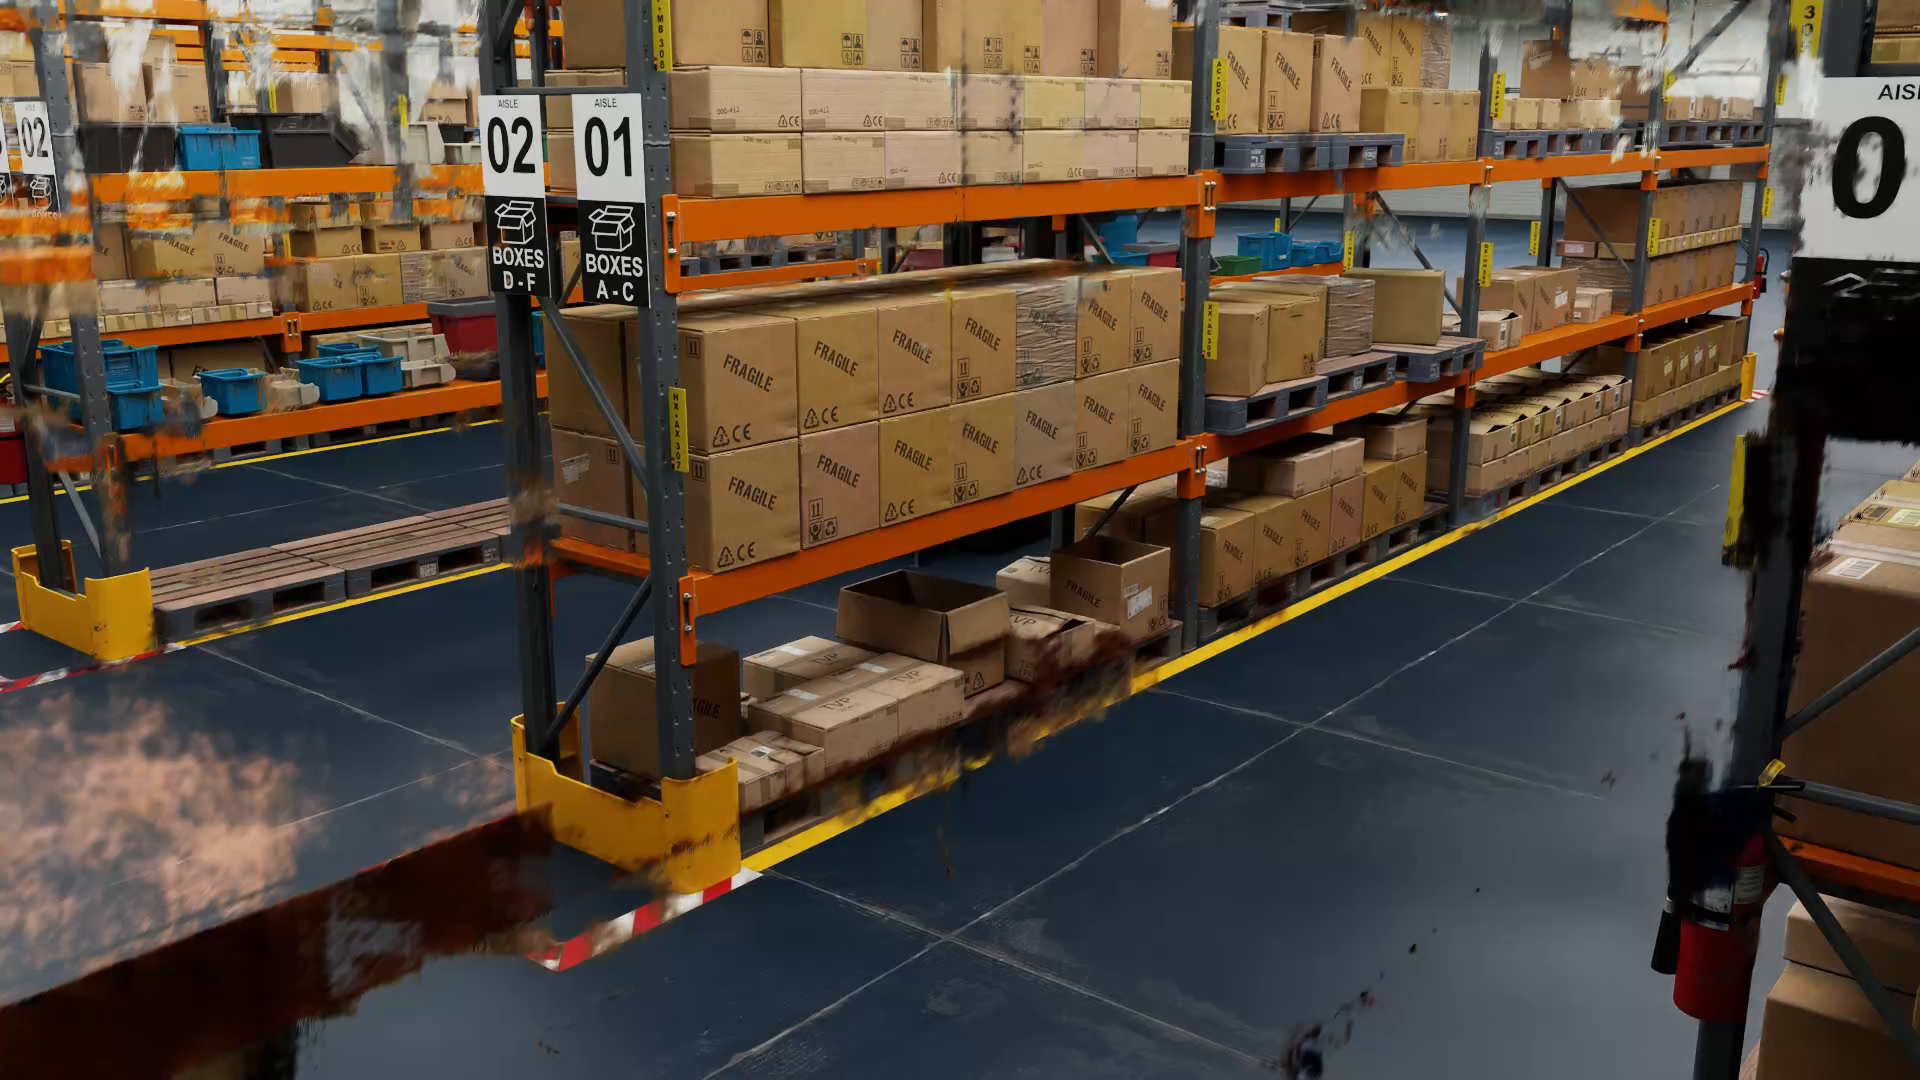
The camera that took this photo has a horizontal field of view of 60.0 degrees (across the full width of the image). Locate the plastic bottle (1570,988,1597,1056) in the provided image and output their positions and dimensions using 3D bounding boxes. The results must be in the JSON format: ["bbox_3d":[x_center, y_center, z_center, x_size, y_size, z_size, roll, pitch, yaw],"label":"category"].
[{"bbox_3d":[-0.738,-2.048,14.852,0.097,0.271,0.097,0,14,0],"label":"plastic bottle"}]

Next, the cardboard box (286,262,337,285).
[{"bbox_3d":[-10.275,-6.955,26.252,0.500,0.250,0.500,12,18,38],"label":"cardboard box"}]

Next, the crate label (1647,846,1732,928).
[{"bbox_3d":[0.217,-2.333,16.054,0.303,0.233,0.416,11,18,38],"label":"crate label"}]

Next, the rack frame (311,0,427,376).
[{"bbox_3d":[-7.986,-6.852,21.321,1.000,3.000,0.127,11,18,38],"label":"rack frame"}]

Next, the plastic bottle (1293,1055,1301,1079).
[{"bbox_3d":[-2.080,-1.928,14.370,0.152,0.276,0.135,11,18,38],"label":"plastic bottle"}]

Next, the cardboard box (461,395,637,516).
[{"bbox_3d":[-5.459,-4.471,16.975,0.797,0.503,0.637,11,18,37],"label":"cardboard box"}]

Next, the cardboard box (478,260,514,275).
[{"bbox_3d":[-8.793,-7.240,27.830,0.380,0.149,0.250,12,19,39],"label":"cardboard box"}]

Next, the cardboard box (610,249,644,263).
[{"bbox_3d":[-7.552,-7.650,29.443,0.380,0.149,0.250,11,18,38],"label":"cardboard box"}]

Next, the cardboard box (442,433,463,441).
[{"bbox_3d":[-7.380,-4.659,22.638,0.700,0.500,0.500,11,18,37],"label":"cardboard box"}]

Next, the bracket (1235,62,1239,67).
[{"bbox_3d":[3.748,-16.270,51.082,0.235,0.232,0.430,11,18,38],"label":"bracket"}]

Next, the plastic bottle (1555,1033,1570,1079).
[{"bbox_3d":[-0.922,-1.958,14.641,0.097,0.201,0.097,0,14,0],"label":"plastic bottle"}]

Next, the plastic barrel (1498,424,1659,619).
[{"bbox_3d":[-0.699,-4.149,15.044,0.600,0.830,0.708,11,18,38],"label":"plastic barrel"}]

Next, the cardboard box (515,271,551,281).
[{"bbox_3d":[-8.579,-7.125,28.186,0.500,0.250,0.500,11,18,37],"label":"cardboard box"}]

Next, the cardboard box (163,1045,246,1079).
[{"bbox_3d":[-7.183,-1.452,15.707,0.875,0.875,0.875,11,18,38],"label":"cardboard box"}]

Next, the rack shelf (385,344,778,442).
[{"bbox_3d":[-6.729,-5.433,23.286,1.077,0.370,4.000,11,18,38],"label":"rack shelf"}]

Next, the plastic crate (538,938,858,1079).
[{"bbox_3d":[-3.847,-2.820,11.806,0.497,0.269,0.590,11,18,38],"label":"plastic crate"}]

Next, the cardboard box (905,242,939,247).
[{"bbox_3d":[-3.734,-7.336,27.150,0.380,0.149,0.250,11,18,37],"label":"cardboard box"}]

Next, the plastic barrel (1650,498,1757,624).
[{"bbox_3d":[0.094,-3.912,15.609,0.421,0.512,0.421,0,14,0],"label":"plastic barrel"}]

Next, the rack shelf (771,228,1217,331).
[{"bbox_3d":[-2.935,-5.906,19.868,1.077,0.370,4.000,11,18,38],"label":"rack shelf"}]

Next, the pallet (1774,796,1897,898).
[{"bbox_3d":[2.629,-1.928,19.784,1.003,0.211,1.213,11,18,38],"label":"pallet"}]

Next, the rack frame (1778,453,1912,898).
[{"bbox_3d":[2.175,-3.157,18.960,1.000,3.000,0.127,11,18,38],"label":"rack frame"}]

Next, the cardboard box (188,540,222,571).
[{"bbox_3d":[-8.752,-3.903,20.343,0.380,0.149,0.250,12,19,40],"label":"cardboard box"}]

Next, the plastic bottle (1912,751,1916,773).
[{"bbox_3d":[3.875,-2.361,20.614,0.097,0.201,0.097,0,14,0],"label":"plastic bottle"}]

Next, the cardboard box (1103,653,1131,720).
[{"bbox_3d":[-2.080,-2.811,21.781,0.700,0.500,0.500,10,17,33],"label":"cardboard box"}]

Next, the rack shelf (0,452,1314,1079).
[{"bbox_3d":[-4.111,-3.608,10.820,1.077,0.370,4.000,11,18,38],"label":"rack shelf"}]

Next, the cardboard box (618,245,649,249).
[{"bbox_3d":[-7.605,-7.817,30.098,0.380,0.149,0.250,11,18,37],"label":"cardboard box"}]

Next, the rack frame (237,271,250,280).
[{"bbox_3d":[-13.249,-6.225,31.035,1.000,3.000,0.127,11,18,38],"label":"rack frame"}]

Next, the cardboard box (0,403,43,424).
[{"bbox_3d":[-9.784,-4.929,19.169,0.500,0.311,0.500,11,18,37],"label":"cardboard box"}]

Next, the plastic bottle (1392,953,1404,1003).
[{"bbox_3d":[-1.418,-2.151,15.234,0.061,0.283,0.133,11,18,38],"label":"plastic bottle"}]

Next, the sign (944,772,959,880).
[{"bbox_3d":[-3.280,-3.169,12.895,0.100,0.325,0.005,11,18,38],"label":"sign"}]

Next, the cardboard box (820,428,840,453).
[{"bbox_3d":[-4.084,-4.668,19.119,0.500,0.250,0.500,11,18,38],"label":"cardboard box"}]

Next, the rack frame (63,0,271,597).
[{"bbox_3d":[-6.706,-5.300,15.208,1.000,3.000,0.127,11,18,38],"label":"rack frame"}]

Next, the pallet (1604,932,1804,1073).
[{"bbox_3d":[0.945,-1.415,17.764,1.003,0.211,1.213,11,18,38],"label":"pallet"}]

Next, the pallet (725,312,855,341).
[{"bbox_3d":[-4.950,-6.277,25.327,1.003,0.211,1.213,11,18,38],"label":"pallet"}]

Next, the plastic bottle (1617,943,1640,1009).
[{"bbox_3d":[-0.407,-2.147,15.220,0.061,0.283,0.133,11,18,38],"label":"plastic bottle"}]

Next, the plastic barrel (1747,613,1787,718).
[{"bbox_3d":[1.696,-3.373,18.791,0.600,0.901,0.708,11,18,38],"label":"plastic barrel"}]

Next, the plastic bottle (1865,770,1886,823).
[{"bbox_3d":[3.123,-2.213,19.730,0.144,0.351,0.185,10,18,35],"label":"plastic bottle"}]

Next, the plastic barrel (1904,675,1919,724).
[{"bbox_3d":[4.334,-2.783,21.687,0.421,0.512,0.421,0,14,0],"label":"plastic barrel"}]

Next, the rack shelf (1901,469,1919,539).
[{"bbox_3d":[3.432,-4.646,20.187,1.077,0.370,4.000,11,18,38],"label":"rack shelf"}]

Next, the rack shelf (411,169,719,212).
[{"bbox_3d":[-8.129,-8.398,28.872,1.077,0.370,4.000,11,18,38],"label":"rack shelf"}]

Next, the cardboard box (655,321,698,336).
[{"bbox_3d":[-6.077,-6.073,23.595,0.500,0.250,0.500,11,18,37],"label":"cardboard box"}]

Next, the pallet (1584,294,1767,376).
[{"bbox_3d":[-0.817,-4.880,14.753,1.213,0.211,1.003,11,18,38],"label":"pallet"}]

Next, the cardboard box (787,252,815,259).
[{"bbox_3d":[-5.016,-6.945,25.612,0.380,0.149,0.250,12,18,38],"label":"cardboard box"}]

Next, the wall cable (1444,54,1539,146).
[{"bbox_3d":[11.966,-16.534,55.479,3.097,2.526,0.112,11,18,38],"label":"wall cable"}]

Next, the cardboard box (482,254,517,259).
[{"bbox_3d":[-8.959,-7.438,28.609,0.380,0.149,0.250,12,19,39],"label":"cardboard box"}]

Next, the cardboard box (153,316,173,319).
[{"bbox_3d":[-11.409,-6.163,24.972,0.396,0.266,0.258,11,18,38],"label":"cardboard box"}]

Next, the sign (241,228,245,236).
[{"bbox_3d":[-12.821,-8.000,30.240,0.100,0.325,0.005,11,18,38],"label":"sign"}]

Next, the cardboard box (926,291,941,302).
[{"bbox_3d":[-3.702,-6.702,26.273,0.380,0.149,0.250,11,18,38],"label":"cardboard box"}]

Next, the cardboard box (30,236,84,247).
[{"bbox_3d":[-14.478,-7.509,28.739,0.500,0.500,0.500,12,18,39],"label":"cardboard box"}]
